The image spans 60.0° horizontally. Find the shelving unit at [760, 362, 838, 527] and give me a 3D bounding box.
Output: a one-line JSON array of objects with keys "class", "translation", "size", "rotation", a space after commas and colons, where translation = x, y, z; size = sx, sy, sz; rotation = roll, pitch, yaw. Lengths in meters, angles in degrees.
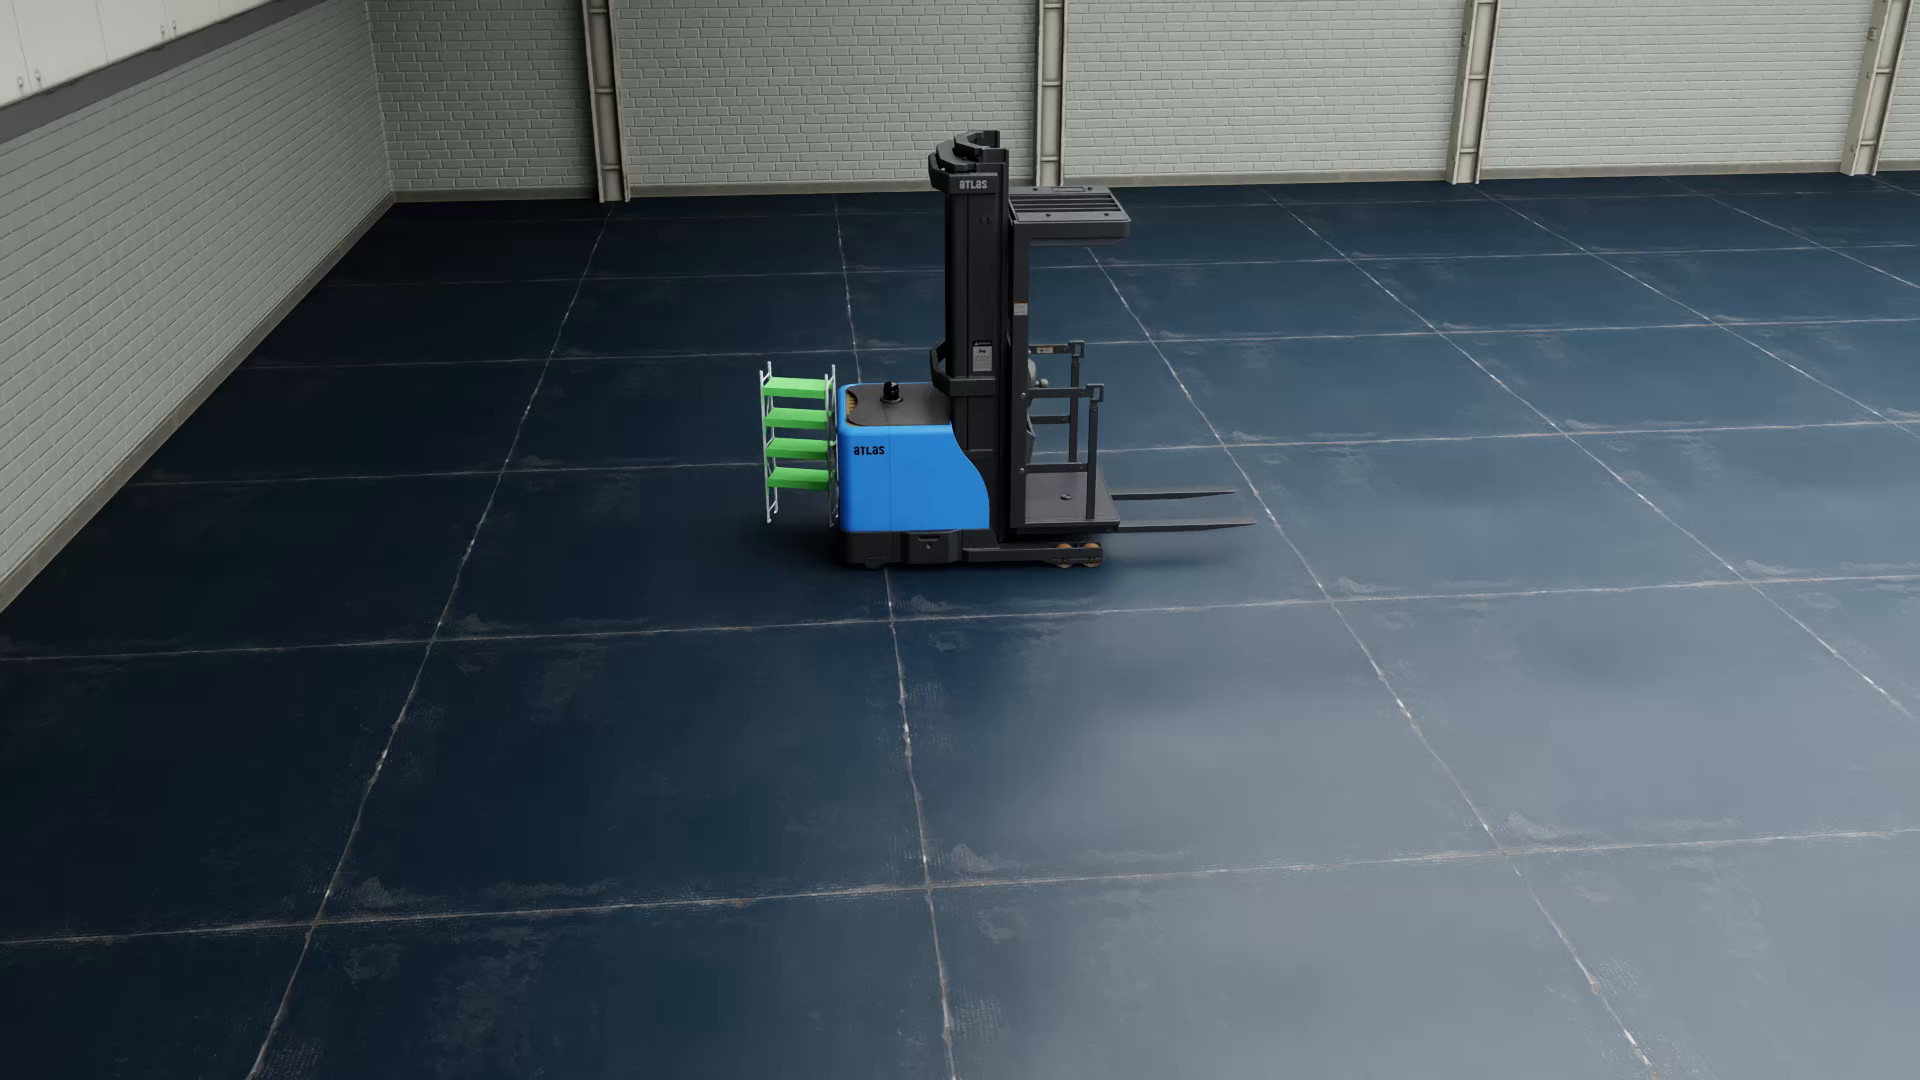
[{"class": "shelving unit", "translation": [-1.193, -0.711, 12.432], "size": [0.503, 1.200, 0.258], "rotation": [4, 24, 9]}]

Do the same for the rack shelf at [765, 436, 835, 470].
[{"class": "rack shelf", "translation": [-1.193, -0.652, 12.458], "size": [0.480, 0.148, 0.258], "rotation": [4, 24, 9]}]

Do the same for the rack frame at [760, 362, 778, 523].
[{"class": "rack frame", "translation": [-1.433, -0.727, 12.469], "size": [0.015, 1.200, 0.240], "rotation": [4, 24, 9]}]

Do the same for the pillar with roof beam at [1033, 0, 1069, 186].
[{"class": "pillar with roof beam", "translation": [1.661, -7.282, 17.615], "size": [0.400, 9.000, 9.100], "rotation": [-2, 24, -5]}]

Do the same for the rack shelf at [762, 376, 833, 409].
[{"class": "rack shelf", "translation": [-1.193, -1.091, 12.263], "size": [0.480, 0.148, 0.258], "rotation": [4, 24, 9]}]

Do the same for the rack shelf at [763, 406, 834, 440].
[{"class": "rack shelf", "translation": [-1.193, -0.871, 12.360], "size": [0.480, 0.148, 0.258], "rotation": [4, 24, 9]}]

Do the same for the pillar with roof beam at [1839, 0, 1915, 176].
[{"class": "pillar with roof beam", "translation": [13.603, -7.761, 18.693], "size": [0.400, 9.000, 9.100], "rotation": [-2, 24, -5]}]

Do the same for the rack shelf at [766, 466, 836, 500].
[{"class": "rack shelf", "translation": [-1.193, -0.433, 12.555], "size": [0.480, 0.148, 0.258], "rotation": [4, 24, 9]}]

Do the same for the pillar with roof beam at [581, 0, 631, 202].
[{"class": "pillar with roof beam", "translation": [-4.310, -7.043, 17.076], "size": [0.400, 9.000, 9.100], "rotation": [-2, 24, -5]}]

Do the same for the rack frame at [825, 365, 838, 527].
[{"class": "rack frame", "translation": [-0.952, -0.694, 12.394], "size": [0.015, 1.200, 0.240], "rotation": [4, 24, 9]}]

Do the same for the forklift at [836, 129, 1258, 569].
[{"class": "forklift", "translation": [0.624, -1.356, 11.752], "size": [3.031, 2.935, 1.130], "rotation": [-2, 24, -3]}]

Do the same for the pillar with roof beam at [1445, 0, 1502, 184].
[{"class": "pillar with roof beam", "translation": [7.632, -7.522, 18.154], "size": [0.400, 9.000, 9.100], "rotation": [-2, 24, -5]}]
